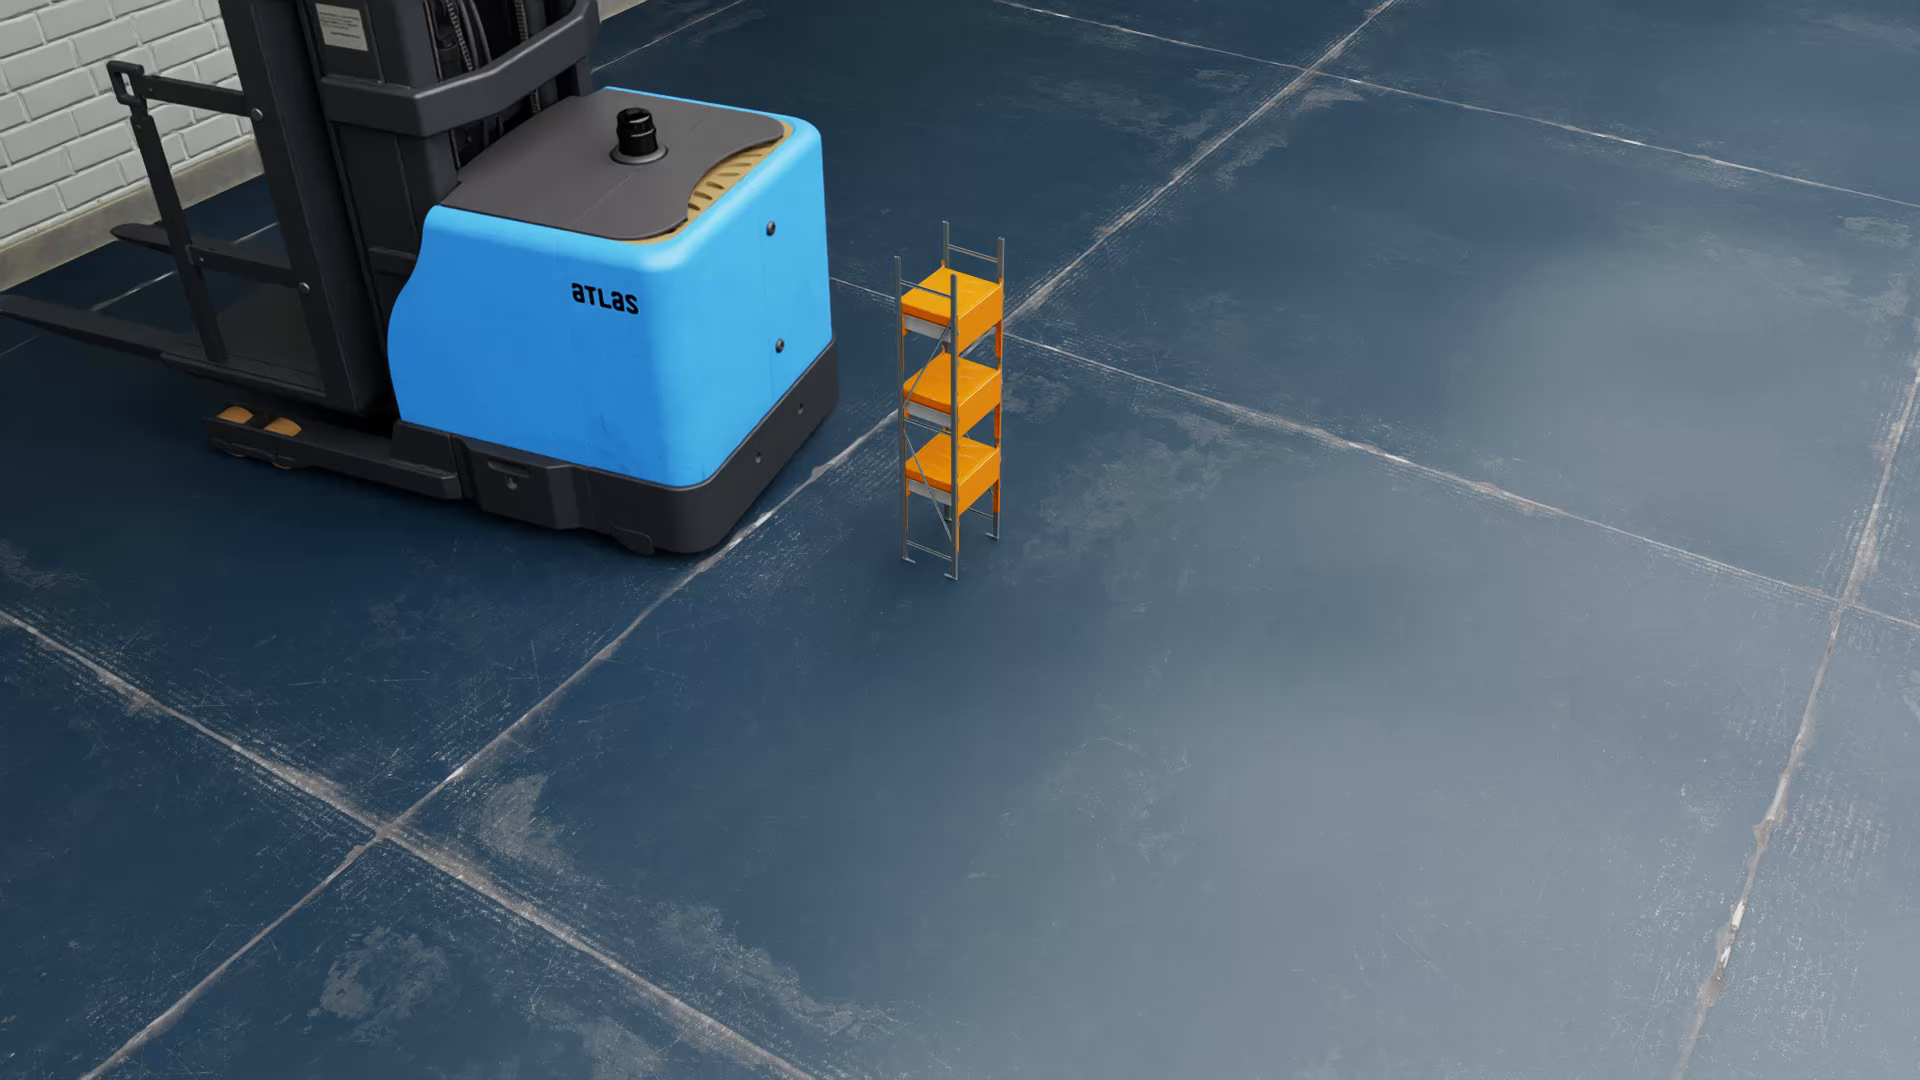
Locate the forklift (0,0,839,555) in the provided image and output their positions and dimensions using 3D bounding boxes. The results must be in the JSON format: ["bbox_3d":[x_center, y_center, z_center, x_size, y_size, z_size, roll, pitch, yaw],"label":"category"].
[{"bbox_3d":[-1.988,-1.682,5.032,3.031,2.935,1.130,14,40,17],"label":"forklift"}]

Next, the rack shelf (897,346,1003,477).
[{"bbox_3d":[-0.029,-0.380,4.900,0.215,0.259,0.240,21,42,25],"label":"rack shelf"}]

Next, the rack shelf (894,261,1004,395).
[{"bbox_3d":[-0.029,-0.605,4.727,0.215,0.259,0.240,21,42,25],"label":"rack shelf"}]

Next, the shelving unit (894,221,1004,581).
[{"bbox_3d":[-0.029,-0.388,4.894,0.215,1.050,0.252,21,42,25],"label":"shelving unit"}]

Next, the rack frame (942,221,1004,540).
[{"bbox_3d":[0.037,-0.451,4.975,0.200,1.050,0.008,21,42,25],"label":"rack frame"}]

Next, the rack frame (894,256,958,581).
[{"bbox_3d":[-0.094,-0.325,4.812,0.200,1.050,0.008,21,42,25],"label":"rack frame"}]

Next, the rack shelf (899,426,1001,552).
[{"bbox_3d":[-0.029,-0.160,5.070,0.215,0.259,0.240,21,42,25],"label":"rack shelf"}]
